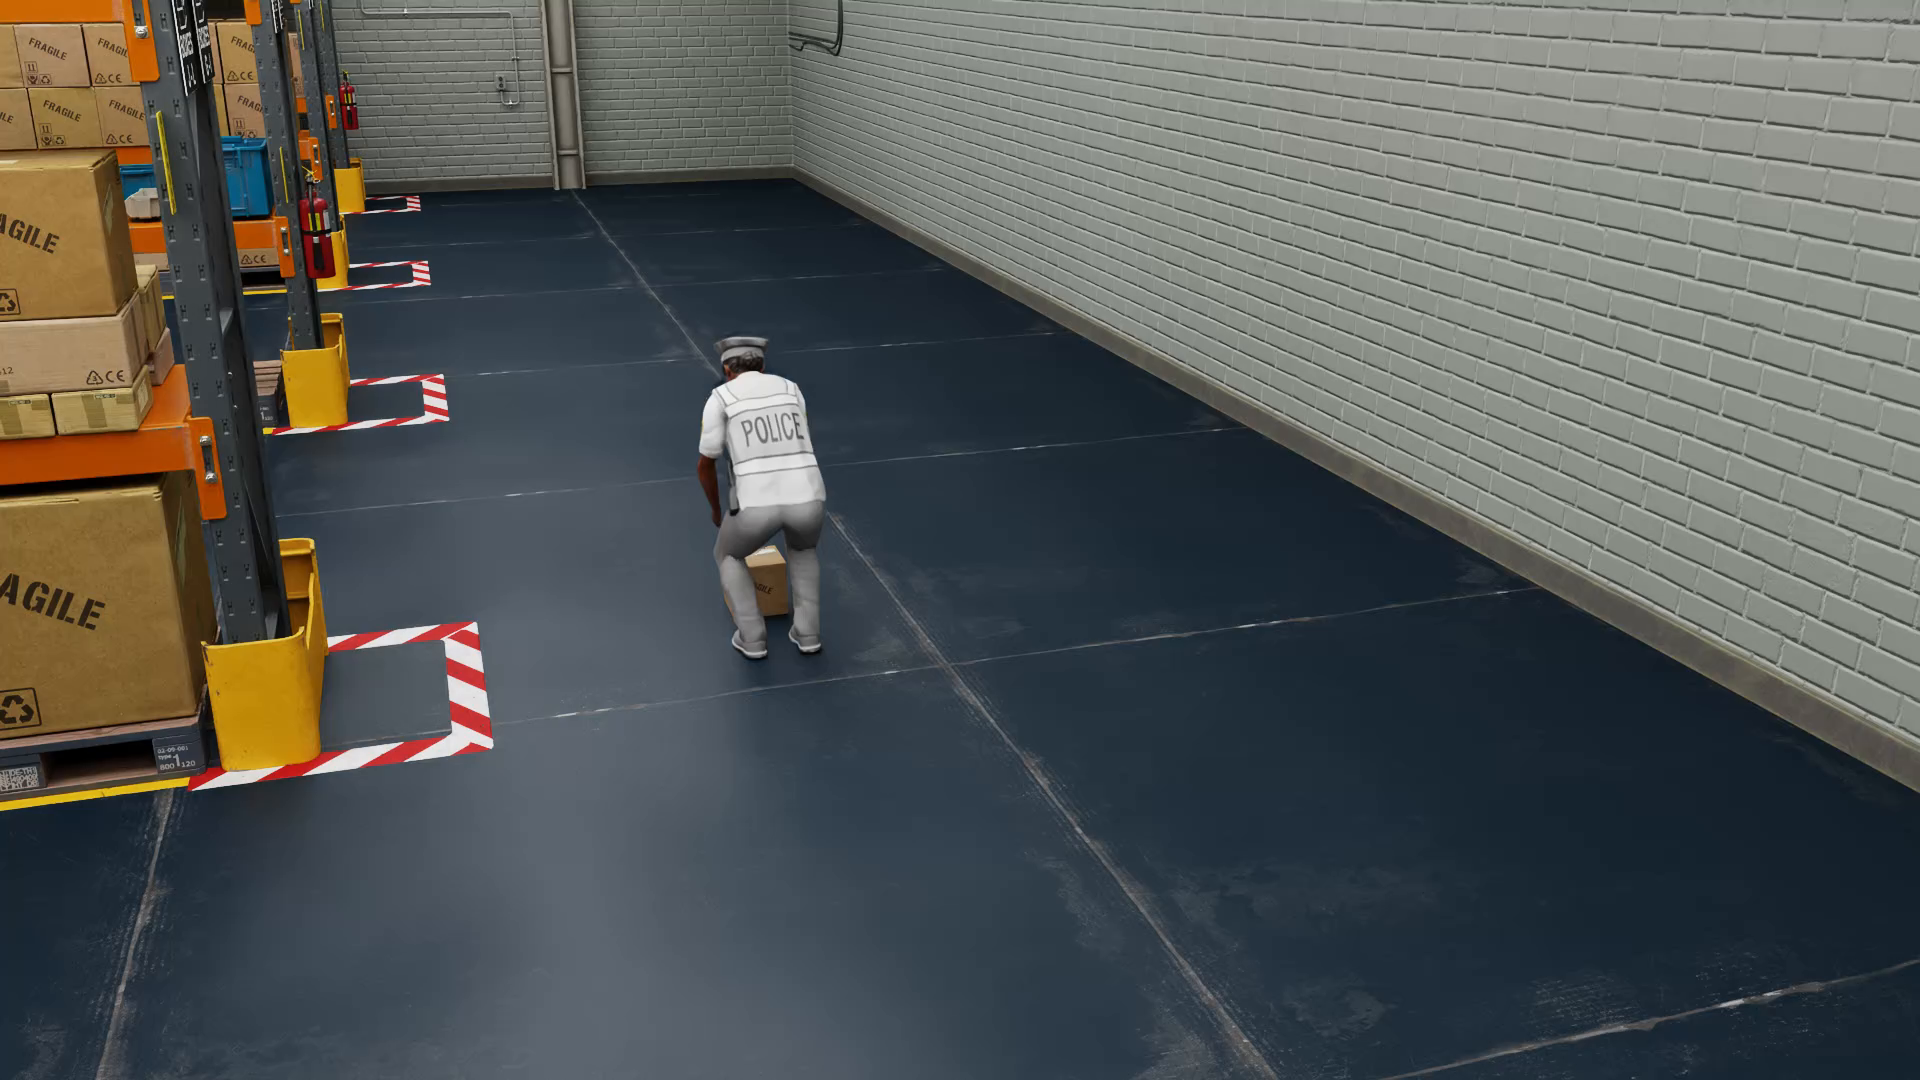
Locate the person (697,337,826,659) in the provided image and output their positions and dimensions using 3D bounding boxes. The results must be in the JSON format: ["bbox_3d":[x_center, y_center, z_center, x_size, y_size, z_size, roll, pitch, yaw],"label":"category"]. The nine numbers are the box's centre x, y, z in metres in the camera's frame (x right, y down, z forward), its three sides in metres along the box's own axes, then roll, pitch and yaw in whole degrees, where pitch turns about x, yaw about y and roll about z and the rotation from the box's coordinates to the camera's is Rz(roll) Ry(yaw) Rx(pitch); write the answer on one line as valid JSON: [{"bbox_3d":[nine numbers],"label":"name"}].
[{"bbox_3d":[-0.853,-0.178,7.090,0.496,1.331,0.741,-6,20,-17],"label":"person"}]
